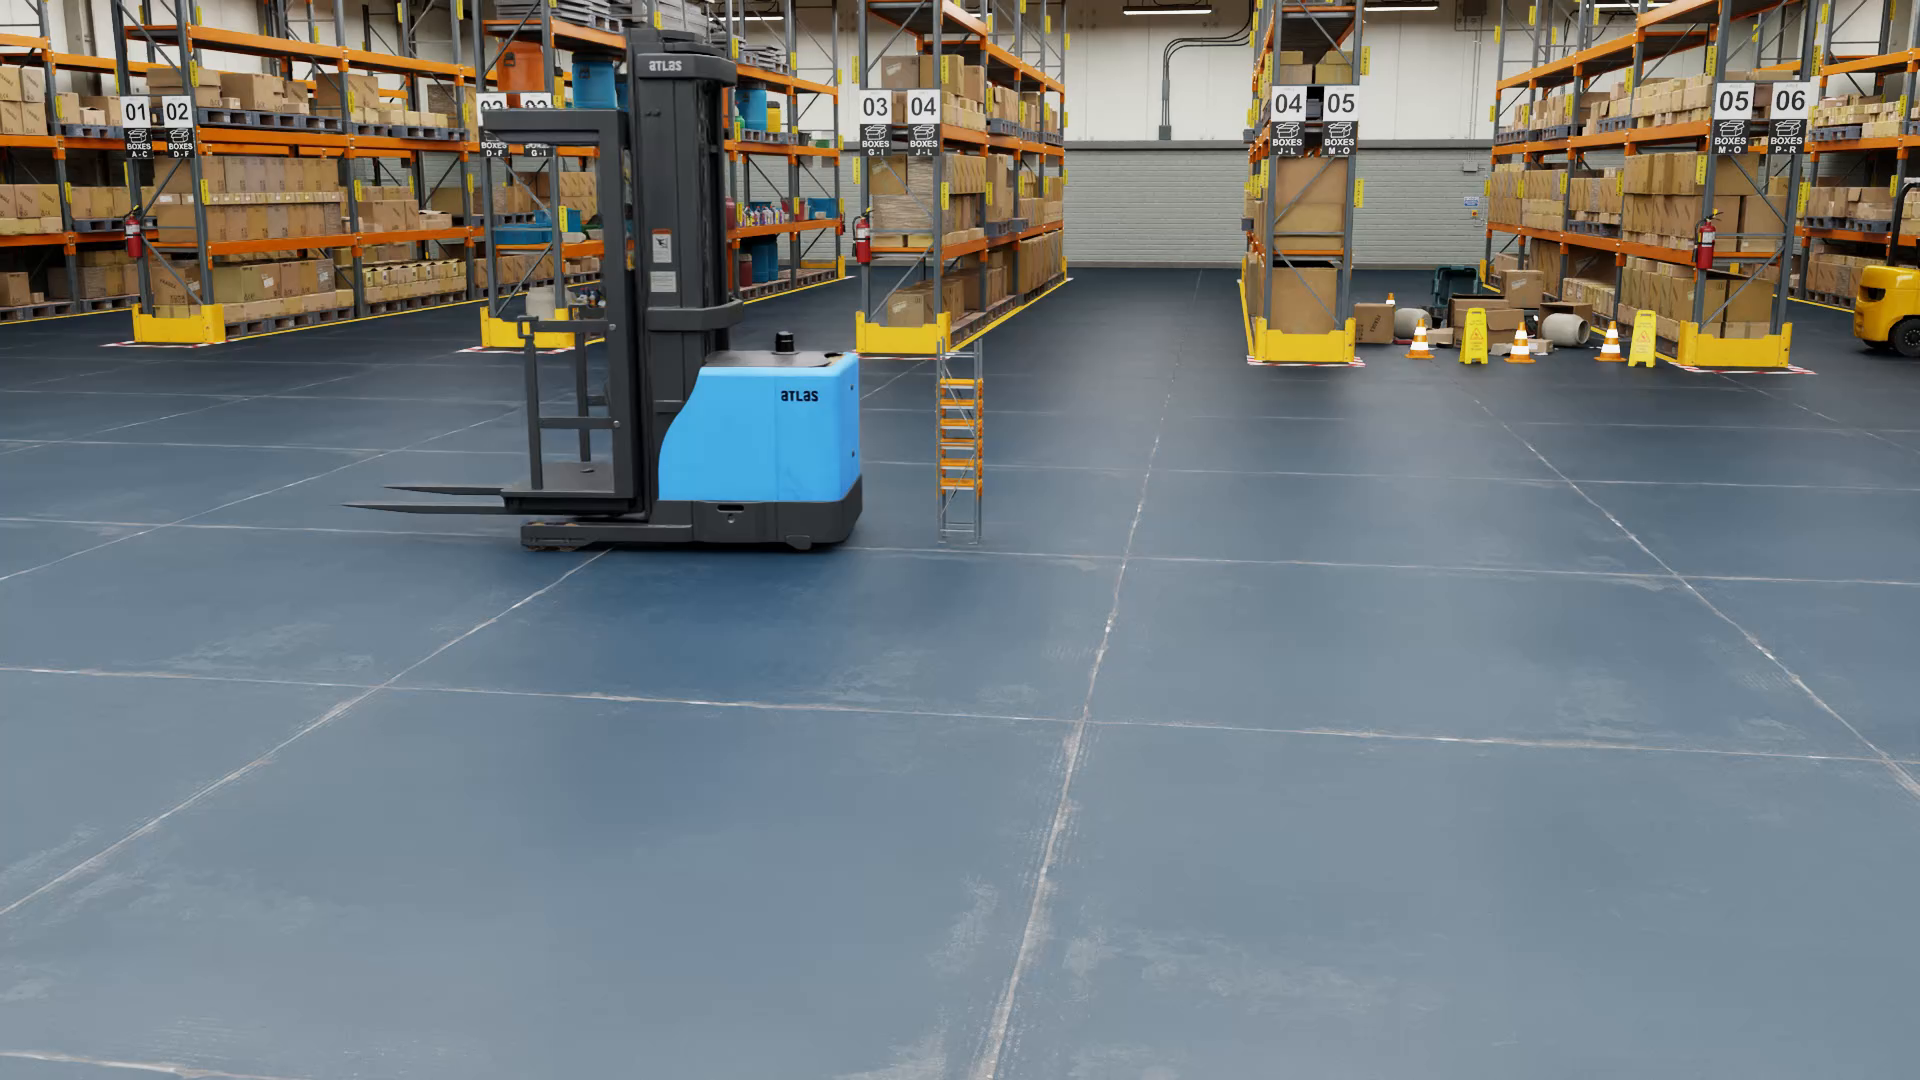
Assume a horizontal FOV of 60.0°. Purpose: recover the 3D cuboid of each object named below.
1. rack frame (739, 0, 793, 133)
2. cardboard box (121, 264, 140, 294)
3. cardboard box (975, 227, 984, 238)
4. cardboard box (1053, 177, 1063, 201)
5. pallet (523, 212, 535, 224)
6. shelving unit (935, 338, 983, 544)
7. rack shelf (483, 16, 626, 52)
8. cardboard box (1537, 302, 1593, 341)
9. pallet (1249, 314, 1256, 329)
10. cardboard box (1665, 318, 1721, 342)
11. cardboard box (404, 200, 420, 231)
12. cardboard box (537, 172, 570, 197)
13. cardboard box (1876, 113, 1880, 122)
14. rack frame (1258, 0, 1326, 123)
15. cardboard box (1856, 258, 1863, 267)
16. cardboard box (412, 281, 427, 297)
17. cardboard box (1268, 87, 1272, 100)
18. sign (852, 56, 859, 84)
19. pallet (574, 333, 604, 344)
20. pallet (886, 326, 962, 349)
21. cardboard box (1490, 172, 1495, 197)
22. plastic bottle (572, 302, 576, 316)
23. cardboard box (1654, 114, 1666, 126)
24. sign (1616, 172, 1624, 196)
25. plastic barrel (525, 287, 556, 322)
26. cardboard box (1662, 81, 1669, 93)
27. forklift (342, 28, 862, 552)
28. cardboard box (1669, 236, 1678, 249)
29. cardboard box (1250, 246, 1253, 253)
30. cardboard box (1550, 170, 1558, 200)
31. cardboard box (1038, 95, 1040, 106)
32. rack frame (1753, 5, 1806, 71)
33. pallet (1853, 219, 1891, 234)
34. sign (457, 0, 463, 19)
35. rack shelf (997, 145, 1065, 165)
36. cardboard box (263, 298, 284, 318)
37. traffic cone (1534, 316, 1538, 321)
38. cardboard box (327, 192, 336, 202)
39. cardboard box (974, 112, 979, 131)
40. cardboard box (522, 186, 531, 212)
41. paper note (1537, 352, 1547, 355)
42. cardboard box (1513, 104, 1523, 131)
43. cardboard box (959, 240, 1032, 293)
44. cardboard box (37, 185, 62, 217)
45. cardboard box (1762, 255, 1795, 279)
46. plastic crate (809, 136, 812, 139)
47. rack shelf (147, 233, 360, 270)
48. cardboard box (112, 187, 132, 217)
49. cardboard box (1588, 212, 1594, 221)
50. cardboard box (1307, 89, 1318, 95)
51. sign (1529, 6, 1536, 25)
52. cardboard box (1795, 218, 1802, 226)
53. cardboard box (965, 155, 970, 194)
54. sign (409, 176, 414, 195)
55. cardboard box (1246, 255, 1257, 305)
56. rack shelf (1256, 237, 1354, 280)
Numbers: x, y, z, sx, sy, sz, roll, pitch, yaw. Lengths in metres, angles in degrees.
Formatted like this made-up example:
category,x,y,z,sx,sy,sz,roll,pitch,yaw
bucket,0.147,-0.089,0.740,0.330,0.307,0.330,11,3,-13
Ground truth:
category,x,y,z,sx,sy,sz,roll,pitch,yaw
rack frame,-3.776,-9.423,32.357,1.000,3.000,0.127,2,12,9
cardboard box,-14.551,-4.507,28.675,0.700,0.500,0.500,2,12,9
cardboard box,0.145,-4.487,24.292,0.380,0.149,0.250,2,12,9
cardboard box,1.918,-7.491,35.503,0.500,0.500,0.500,2,12,9
pallet,-8.901,-6.395,33.002,1.003,0.211,1.213,2,12,9
shelving unit,-0.002,-0.584,9.853,0.258,1.200,0.189,2,12,9
rack shelf,-5.314,-6.794,22.816,1.077,0.370,4.000,2,12,9
cardboard box,8.170,-2.944,22.460,0.500,0.500,0.500,-10,16,-40
pallet,4.817,-3.283,24.724,1.003,0.211,1.213,2,12,9
cardboard box,8.926,-2.554,20.253,0.500,0.250,0.500,2,12,8
cardboard box,-9.527,-5.518,28.240,0.500,0.500,0.500,1,12,6
cardboard box,-8.320,-7.278,34.034,0.500,0.500,0.500,2,12,10
cardboard box,15.224,-6.896,27.162,0.380,0.149,0.250,2,12,9
rack frame,5.388,-8.248,26.905,1.000,3.000,0.127,2,12,9
cardboard box,15.244,-4.644,27.819,0.380,0.149,0.250,2,12,8
cardboard box,-9.358,-4.243,28.093,0.500,0.250,0.500,2,12,10
cardboard box,3.874,-5.328,19.838,0.380,0.149,0.250,2,12,9
sign,-1.273,-5.753,20.347,0.100,0.325,0.005,2,12,9
pallet,-5.527,-2.815,22.556,1.003,0.211,1.213,2,12,9
pallet,-0.556,-2.652,21.800,1.003,0.211,1.213,2,12,9
cardboard box,11.170,-7.288,34.082,0.500,0.500,0.500,2,12,7
plastic bottle,-5.559,-3.316,23.859,0.097,0.201,0.097,0,12,0
cardboard box,9.104,-5.364,21.241,0.380,0.149,0.250,2,12,8
sign,9.130,-4.927,22.985,0.100,0.325,0.005,2,12,9
plastic barrel,-5.596,-3.121,22.263,0.421,0.512,0.421,0,12,0
cardboard box,9.162,-5.749,21.132,0.380,0.149,0.250,2,12,8
forklift,-2.155,-1.475,9.878,3.031,2.935,1.130,1,12,4
cardboard box,8.910,-3.636,20.342,0.380,0.149,0.250,2,12,10
cardboard box,5.466,-5.136,29.860,0.500,0.250,0.500,2,12,11
cardboard box,10.186,-5.937,27.810,0.500,0.500,0.500,2,12,10
cardboard box,1.412,-8.878,33.698,0.500,0.250,0.500,1,12,7
rack frame,16.430,-9.614,33.244,1.000,3.000,0.127,2,12,9
pallet,15.235,-5.066,26.834,1.213,0.211,1.003,2,12,9
sign,-8.736,-9.268,29.047,0.100,0.325,0.005,2,12,9
rack shelf,1.425,-7.861,33.936,1.077,0.370,4.000,2,12,9
cardboard box,-10.063,-3.327,23.843,0.500,0.250,0.500,2,12,9
traffic cone,8.487,-3.407,24.703,0.336,0.463,0.334,2,12,9
cardboard box,-9.771,-5.237,25.398,0.380,0.149,0.250,2,12,7
cardboard box,-0.015,-5.846,23.234,0.500,0.250,0.500,2,12,10
cardboard box,-8.964,-6.814,33.259,0.700,0.500,0.500,-2,12,-10
paper note,7.243,-2.321,20.689,0.148,0.019,0.142,-2,12,-11
cardboard box,11.067,-8.196,32.312,0.500,0.500,0.500,2,12,10
cardboard box,0.629,-4.807,29.224,1.225,0.875,0.875,1,12,6
cardboard box,-14.563,-5.341,26.183,0.500,0.500,0.500,2,12,9
cardboard box,15.892,-5.257,32.203,0.500,0.500,0.500,2,12,10
plastic crate,-3.496,-8.654,36.221,0.497,0.269,0.590,2,12,9
rack shelf,-10.208,-4.218,24.154,1.077,0.370,4.000,2,12,9
cardboard box,-14.521,-5.769,28.360,0.700,0.500,0.500,4,13,16
cardboard box,9.874,-4.974,25.555,0.380,0.149,0.250,3,12,12
cardboard box,4.717,-5.850,21.314,0.500,0.250,0.500,2,12,8
sign,10.365,-9.498,30.115,0.100,0.325,0.005,2,12,9
cardboard box,15.633,-5.855,30.639,0.380,0.149,0.250,2,12,10
cardboard box,-0.144,-4.933,22.445,0.500,0.500,0.500,2,12,9
sign,-9.823,-6.362,29.833,0.100,0.325,0.005,2,12,9
cardboard box,5.074,-4.115,26.311,1.050,0.750,0.750,2,12,10
rack shelf,4.465,-3.715,21.818,1.077,0.370,4.000,2,12,9
